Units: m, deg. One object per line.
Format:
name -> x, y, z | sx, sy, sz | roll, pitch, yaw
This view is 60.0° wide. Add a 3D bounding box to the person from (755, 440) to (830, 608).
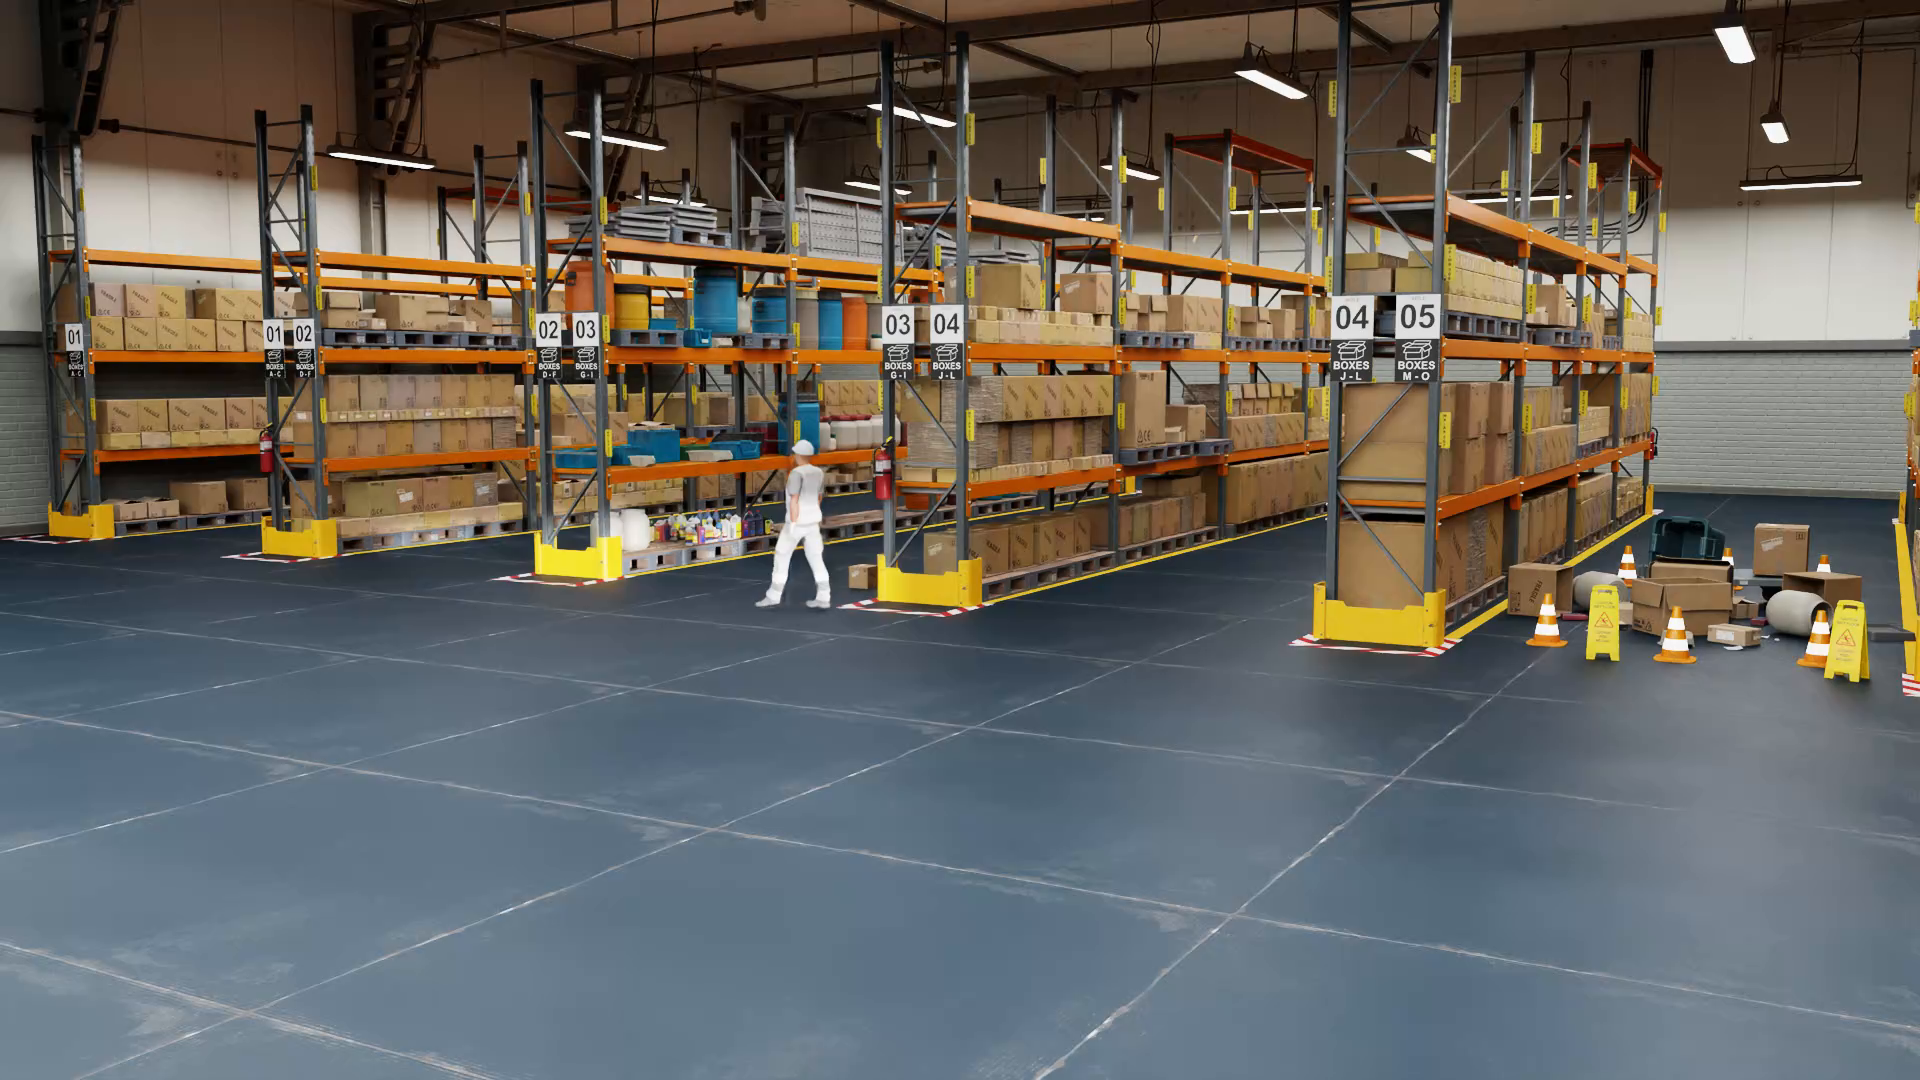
person -> -1.725, -0.171, 17.509 | 0.846, 1.776, 0.582 | 5, 8, 39
